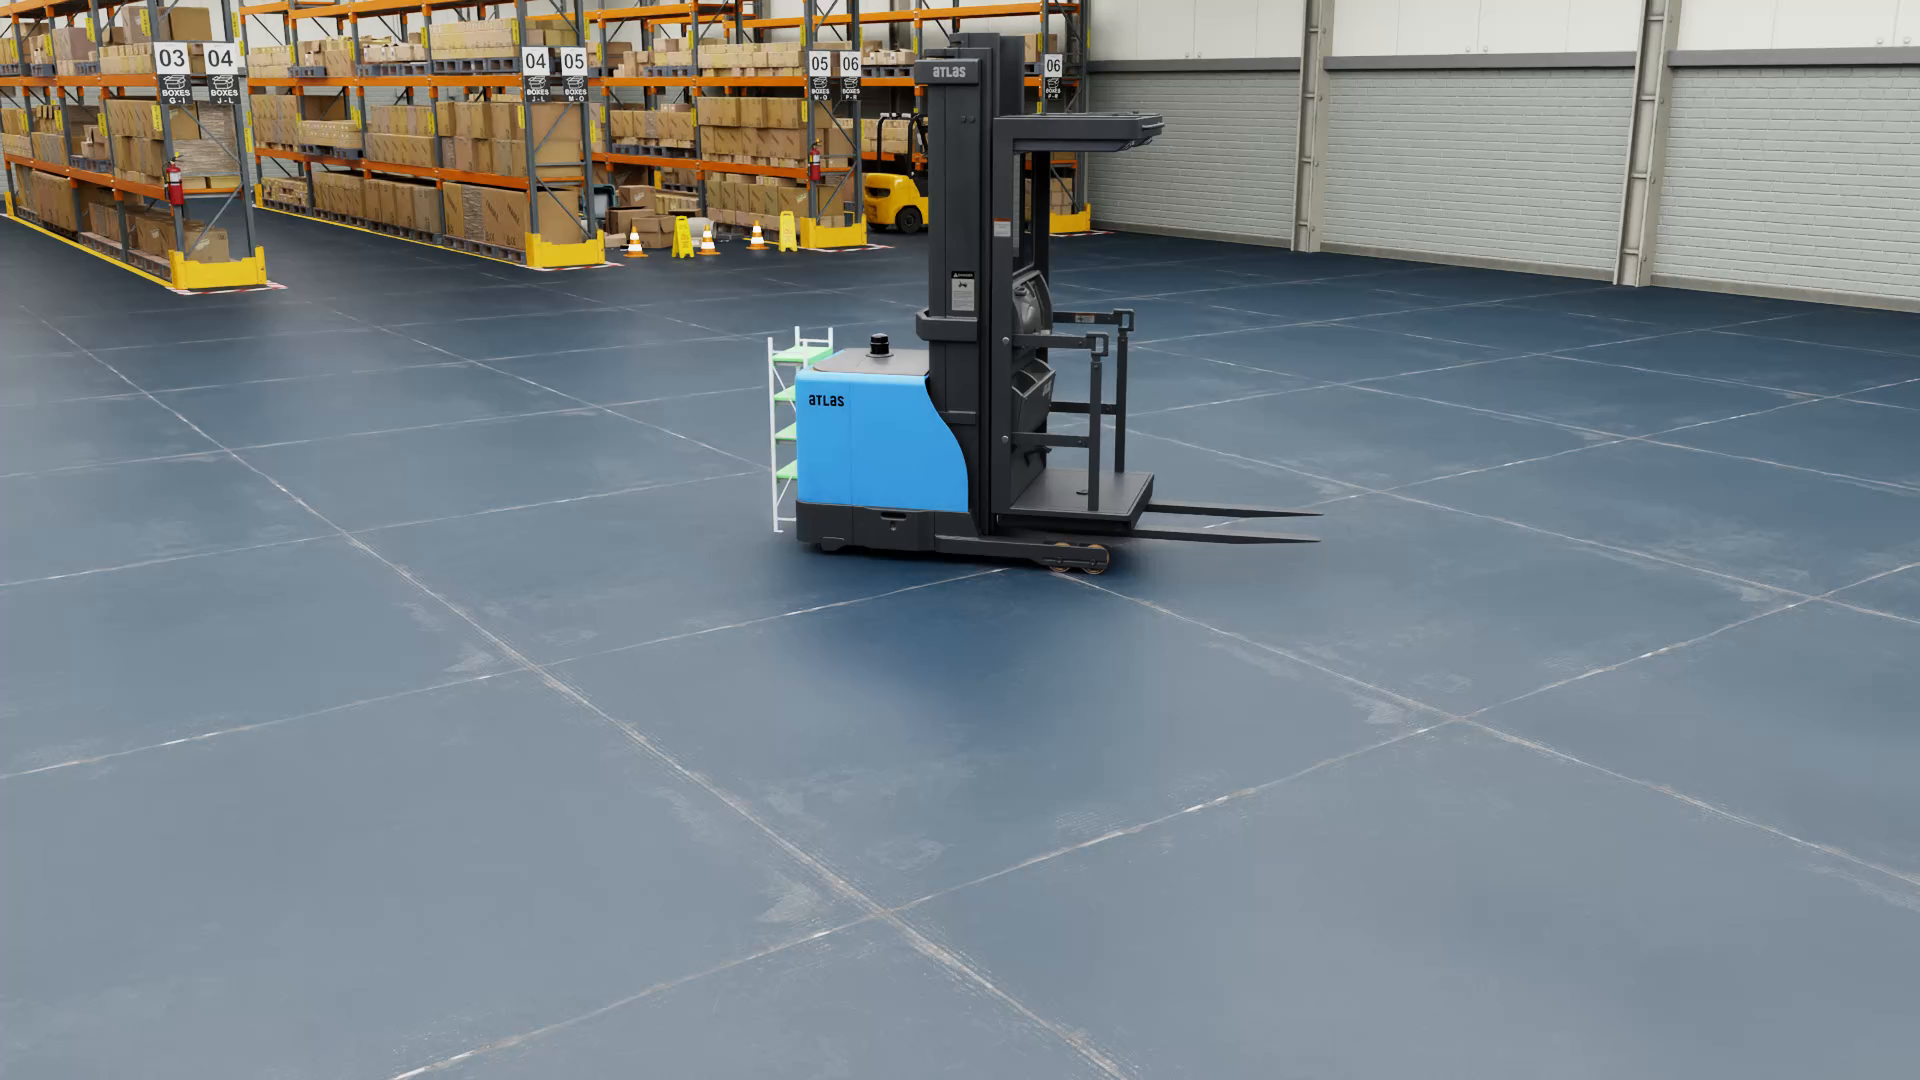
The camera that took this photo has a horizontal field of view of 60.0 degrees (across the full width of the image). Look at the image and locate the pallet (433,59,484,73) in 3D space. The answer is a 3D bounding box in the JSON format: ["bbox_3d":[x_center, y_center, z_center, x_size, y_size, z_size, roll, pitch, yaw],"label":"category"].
[{"bbox_3d":[-7.938,-7.765,27.250,1.003,0.211,1.213,-11,19,-35],"label":"pallet"}]

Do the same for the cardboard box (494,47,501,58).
[{"bbox_3d":[-6.827,-7.386,25.191,0.380,0.149,0.250,-11,19,-34],"label":"cardboard box"}]

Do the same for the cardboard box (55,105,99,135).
[{"bbox_3d":[-15.631,-7.473,29.609,0.797,0.503,0.637,-10,18,-33],"label":"cardboard box"}]

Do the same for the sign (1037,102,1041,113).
[{"bbox_3d":[1.452,-7.836,30.381,0.100,0.325,0.005,-11,19,-35],"label":"sign"}]

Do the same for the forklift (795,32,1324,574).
[{"bbox_3d":[0.606,-1.374,9.546,3.031,2.935,1.130,4,16,13],"label":"forklift"}]

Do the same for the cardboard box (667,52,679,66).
[{"bbox_3d":[-5.220,-9.115,31.504,0.500,0.250,0.500,-11,19,-34],"label":"cardboard box"}]

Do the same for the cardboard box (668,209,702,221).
[{"bbox_3d":[-4.936,-5.683,29.887,0.500,0.500,0.500,1,15,4],"label":"cardboard box"}]

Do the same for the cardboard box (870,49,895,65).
[{"bbox_3d":[-1.527,-10.034,34.555,0.500,0.311,0.500,-12,19,-36],"label":"cardboard box"}]

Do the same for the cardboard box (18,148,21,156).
[{"bbox_3d":[-18.386,-7.665,32.874,0.380,0.149,0.250,-11,19,-35],"label":"cardboard box"}]

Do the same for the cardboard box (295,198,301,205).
[{"bbox_3d":[-13.913,-7.219,35.374,0.380,0.149,0.250,-12,19,-36],"label":"cardboard box"}]

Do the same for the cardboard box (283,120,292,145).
[{"bbox_3d":[-13.931,-8.608,35.091,0.500,0.500,0.500,-11,19,-36],"label":"cardboard box"}]

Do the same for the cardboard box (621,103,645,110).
[{"bbox_3d":[-6.910,-8.855,34.664,0.500,0.500,0.500,-12,19,-36],"label":"cardboard box"}]

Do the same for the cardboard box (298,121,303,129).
[{"bbox_3d":[-13.254,-8.458,33.851,0.380,0.149,0.250,-10,18,-32],"label":"cardboard box"}]

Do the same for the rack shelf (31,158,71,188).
[{"bbox_3d":[-16.010,-6.723,30.321,1.077,0.370,4.000,-11,19,-35],"label":"rack shelf"}]

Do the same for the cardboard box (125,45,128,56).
[{"bbox_3d":[-11.564,-6.916,23.510,0.380,0.149,0.250,-10,18,-33],"label":"cardboard box"}]

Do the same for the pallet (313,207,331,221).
[{"bbox_3d":[-12.655,-6.734,34.282,1.003,0.211,1.213,-11,19,-35],"label":"pallet"}]

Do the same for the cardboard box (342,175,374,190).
[{"bbox_3d":[-11.682,-6.961,32.348,0.500,0.250,0.500,-11,19,-34],"label":"cardboard box"}]

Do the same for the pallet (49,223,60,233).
[{"bbox_3d":[-16.671,-5.999,31.595,1.003,0.211,1.213,-11,19,-35],"label":"pallet"}]

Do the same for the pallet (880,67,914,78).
[{"bbox_3d":[-0.982,-9.639,34.293,0.805,0.209,1.217,-12,19,-37],"label":"pallet"}]

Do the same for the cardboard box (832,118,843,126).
[{"bbox_3d":[-2.698,-9.143,36.381,0.380,0.149,0.250,-10,18,-33],"label":"cardboard box"}]

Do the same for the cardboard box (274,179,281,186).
[{"bbox_3d":[-14.916,-7.895,36.719,0.380,0.149,0.250,-12,19,-37],"label":"cardboard box"}]

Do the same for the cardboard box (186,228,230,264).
[{"bbox_3d":[-10.483,-4.068,23.195,0.500,0.500,0.500,-7,17,-24],"label":"cardboard box"}]

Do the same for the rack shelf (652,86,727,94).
[{"bbox_3d":[-6.333,-11.334,41.484,1.077,0.370,4.000,-11,19,-35],"label":"rack shelf"}]

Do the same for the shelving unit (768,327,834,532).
[{"bbox_3d":[-0.971,-0.685,10.307,0.258,1.200,0.503,4,16,13],"label":"shelving unit"}]

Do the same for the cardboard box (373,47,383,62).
[{"bbox_3d":[-10.220,-8.721,29.874,0.500,0.250,0.500,-10,18,-33],"label":"cardboard box"}]

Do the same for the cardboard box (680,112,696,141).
[{"bbox_3d":[-4.923,-7.784,31.287,0.500,0.500,0.500,-11,19,-36],"label":"cardboard box"}]

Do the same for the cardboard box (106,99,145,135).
[{"bbox_3d":[-12.423,-6.327,24.865,0.500,0.500,0.500,-11,19,-35],"label":"cardboard box"}]

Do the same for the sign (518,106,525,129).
[{"bbox_3d":[-6.505,-6.275,24.677,0.100,0.325,0.005,-11,19,-35],"label":"sign"}]

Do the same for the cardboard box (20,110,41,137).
[{"bbox_3d":[-17.672,-7.987,31.875,0.500,0.500,0.500,-10,18,-33],"label":"cardboard box"}]

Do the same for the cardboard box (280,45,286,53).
[{"bbox_3d":[-13.860,-10.178,34.482,0.380,0.149,0.250,-11,19,-35],"label":"cardboard box"}]

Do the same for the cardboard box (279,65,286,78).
[{"bbox_3d":[-13.905,-9.791,34.770,0.500,0.250,0.500,-11,19,-35],"label":"cardboard box"}]

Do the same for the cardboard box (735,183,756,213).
[{"bbox_3d":[-3.709,-6.174,29.943,0.500,0.500,0.500,-10,18,-32],"label":"cardboard box"}]

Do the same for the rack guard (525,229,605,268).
[{"bbox_3d":[-6.044,-4.472,25.469,1.175,0.500,0.348,-11,19,-35],"label":"rack guard"}]

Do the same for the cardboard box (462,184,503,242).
[{"bbox_3d":[-7.564,-5.378,27.272,0.875,0.875,0.875,-11,19,-34],"label":"cardboard box"}]

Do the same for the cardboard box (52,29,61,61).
[{"bbox_3d":[-14.765,-8.239,27.678,0.500,0.500,0.500,-11,19,-34],"label":"cardboard box"}]

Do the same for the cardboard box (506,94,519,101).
[{"bbox_3d":[-10.154,-10.122,38.065,0.380,0.149,0.250,-11,19,-35],"label":"cardboard box"}]

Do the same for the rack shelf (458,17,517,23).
[{"bbox_3d":[-10.345,-11.816,38.322,1.077,0.370,4.000,-11,19,-35],"label":"rack shelf"}]

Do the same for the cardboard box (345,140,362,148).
[{"bbox_3d":[-11.424,-7.507,31.501,0.380,0.149,0.250,-10,18,-34],"label":"cardboard box"}]

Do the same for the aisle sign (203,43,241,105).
[{"bbox_3d":[-9.851,-6.222,22.203,0.394,0.787,0.004,-11,19,-35],"label":"aisle sign"}]

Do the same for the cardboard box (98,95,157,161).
[{"bbox_3d":[-12.836,-6.472,26.109,1.000,1.000,1.000,-11,19,-34],"label":"cardboard box"}]

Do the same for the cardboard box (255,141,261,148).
[{"bbox_3d":[-15.541,-8.858,37.235,0.380,0.149,0.250,-11,19,-35],"label":"cardboard box"}]

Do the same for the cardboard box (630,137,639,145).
[{"bbox_3d":[-6.369,-7.971,33.199,0.380,0.149,0.250,-11,19,-34],"label":"cardboard box"}]

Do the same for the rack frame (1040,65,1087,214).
[{"bbox_3d":[1.899,-7.244,30.862,1.000,3.000,0.127,-11,19,-35],"label":"rack frame"}]

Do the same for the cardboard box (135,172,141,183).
[{"bbox_3d":[-11.706,-5.257,24.077,0.380,0.149,0.250,-11,19,-35],"label":"cardboard box"}]

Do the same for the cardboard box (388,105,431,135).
[{"bbox_3d":[-9.904,-7.607,30.106,0.700,0.500,0.500,-11,19,-35],"label":"cardboard box"}]

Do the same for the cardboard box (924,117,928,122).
[{"bbox_3d":[-0.505,-8.489,33.428,0.380,0.149,0.250,-10,18,-33],"label":"cardboard box"}]

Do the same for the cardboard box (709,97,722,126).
[{"bbox_3d":[-4.100,-7.761,30.103,0.700,0.500,0.500,-11,19,-34],"label":"cardboard box"}]

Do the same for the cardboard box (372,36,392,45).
[{"bbox_3d":[-11.080,-9.495,31.763,0.396,0.266,0.258,-11,19,-35],"label":"cardboard box"}]

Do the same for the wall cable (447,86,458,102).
[{"bbox_3d":[-13.715,-11.803,45.592,0.588,1.984,0.122,-11,19,-35],"label":"wall cable"}]

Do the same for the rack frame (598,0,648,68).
[{"bbox_3d":[-6.818,-11.075,33.494,1.000,3.000,0.127,-11,19,-35],"label":"rack frame"}]

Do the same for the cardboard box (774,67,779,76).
[{"bbox_3d":[-2.946,-8.006,28.439,0.380,0.149,0.250,-11,19,-34],"label":"cardboard box"}]

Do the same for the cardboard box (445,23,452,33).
[{"bbox_3d":[-8.022,-8.205,26.671,0.380,0.149,0.250,-11,19,-35],"label":"cardboard box"}]

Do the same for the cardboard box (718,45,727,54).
[{"bbox_3d":[-4.087,-8.750,29.648,0.380,0.149,0.250,-11,19,-35],"label":"cardboard box"}]

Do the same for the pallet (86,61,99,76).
[{"bbox_3d":[-12.759,-7.293,25.716,1.213,0.211,1.003,-11,19,-35],"label":"pallet"}]
